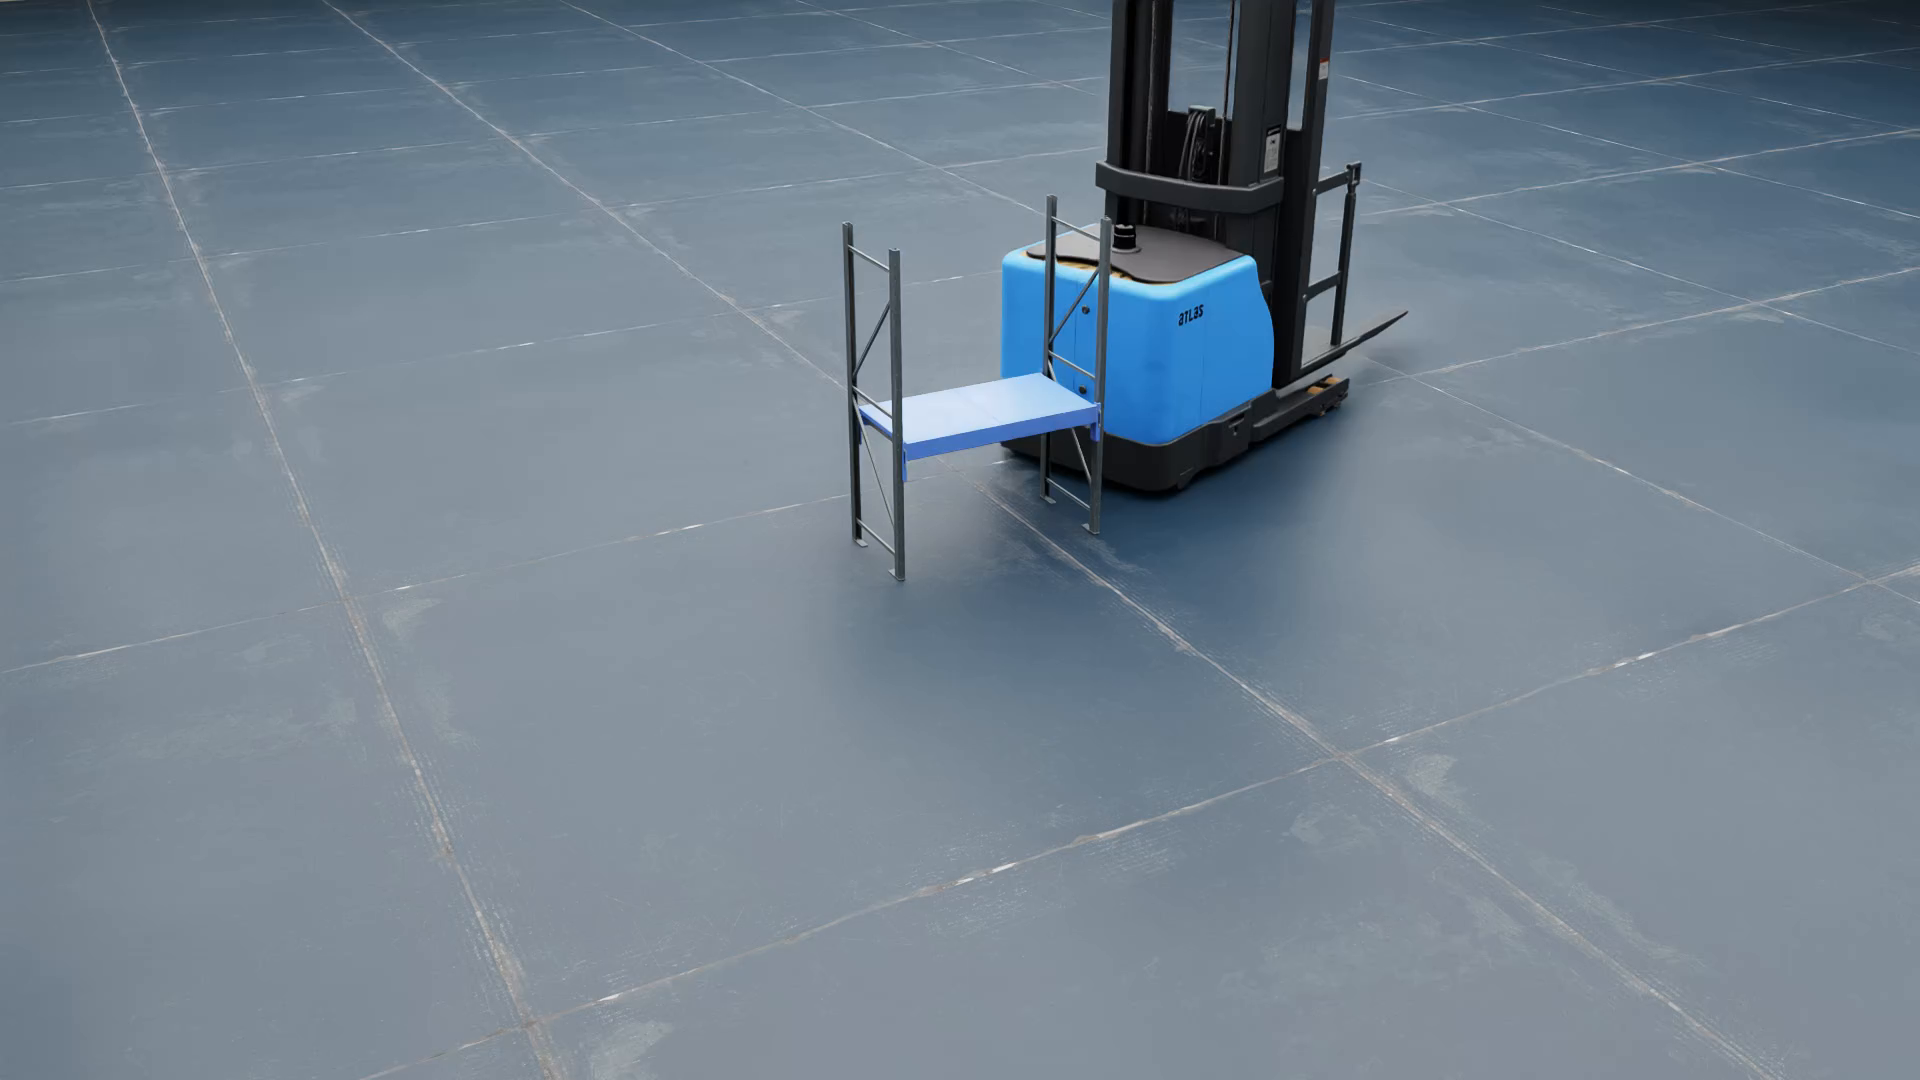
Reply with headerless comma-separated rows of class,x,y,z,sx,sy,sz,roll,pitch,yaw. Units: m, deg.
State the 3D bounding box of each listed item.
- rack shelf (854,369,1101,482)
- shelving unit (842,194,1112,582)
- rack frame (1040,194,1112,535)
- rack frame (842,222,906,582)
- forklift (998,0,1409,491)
rack shelf,0.075,-0.531,7.539,1.000,0.185,0.538,-13,29,-25
shelving unit,0.075,-0.693,7.462,1.048,1.500,0.538,-13,29,-25
rack frame,0.524,-0.797,7.677,0.032,1.500,0.500,-13,29,-25
rack frame,-0.373,-0.590,7.246,0.032,1.500,0.500,-13,29,-25
forklift,1.522,-2.123,8.785,1.130,2.935,3.031,20,32,35
